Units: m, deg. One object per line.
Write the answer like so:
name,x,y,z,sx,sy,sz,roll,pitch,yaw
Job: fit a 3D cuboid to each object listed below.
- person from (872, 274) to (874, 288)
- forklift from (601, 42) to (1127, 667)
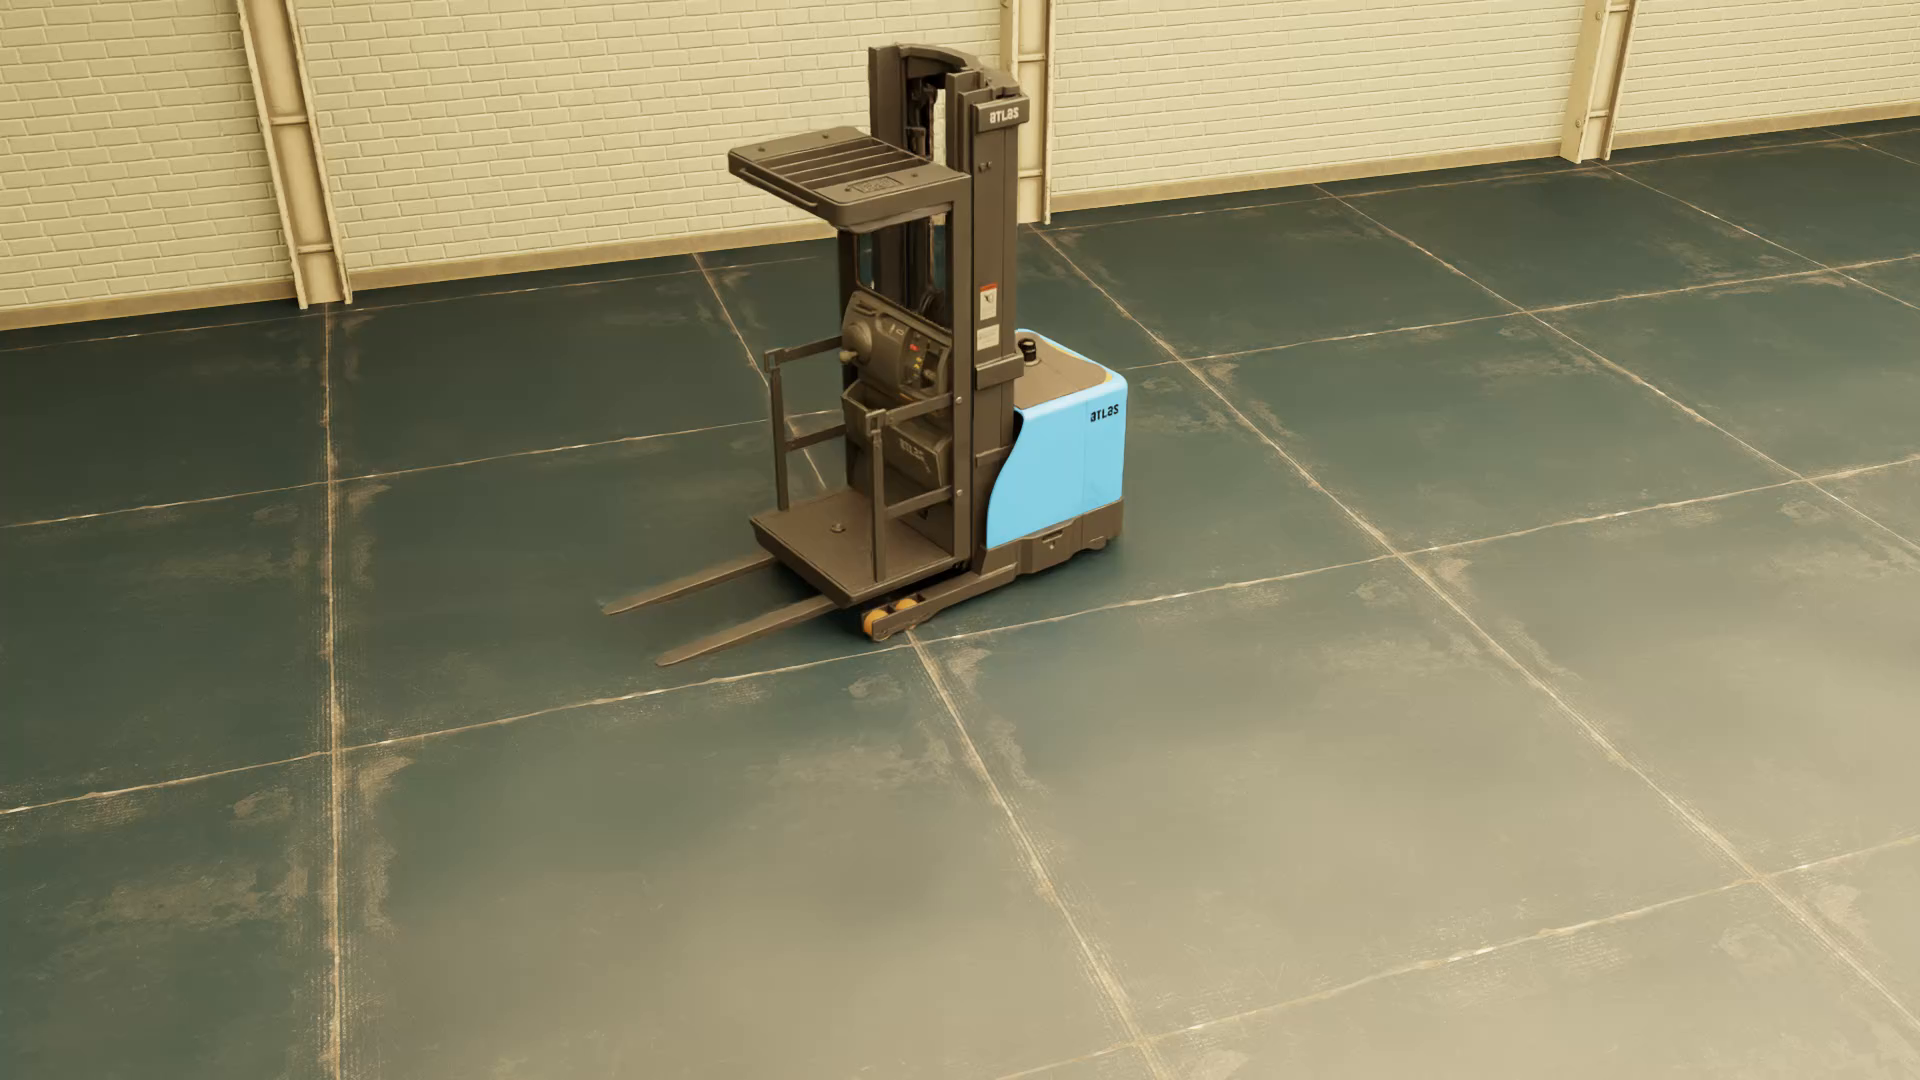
person,-0.366,-1.421,10.752,0.440,1.746,0.877,-3,30,-6
forklift,-0.514,-1.018,8.857,3.031,2.935,1.130,-20,36,-31
